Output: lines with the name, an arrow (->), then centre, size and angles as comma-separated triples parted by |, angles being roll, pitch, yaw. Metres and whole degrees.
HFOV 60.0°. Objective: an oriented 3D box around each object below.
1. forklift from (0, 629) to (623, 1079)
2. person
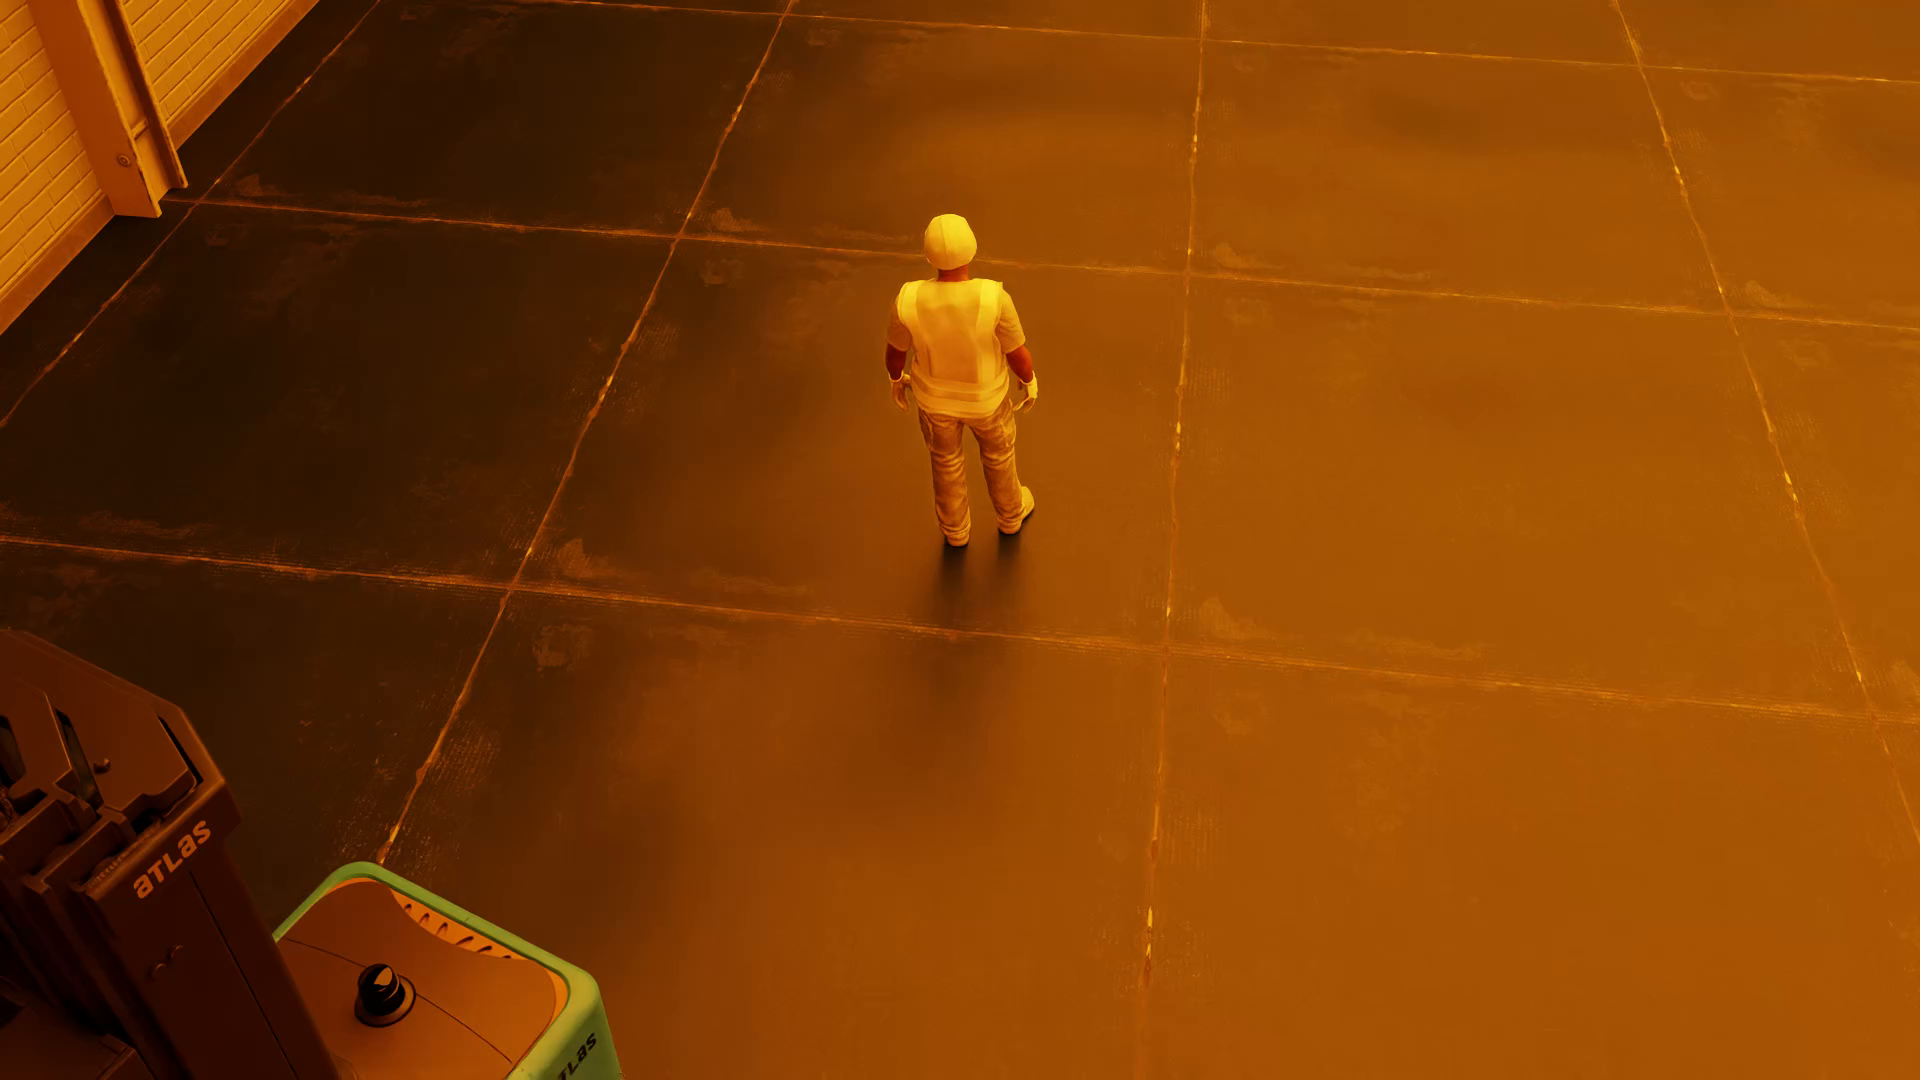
forklift -> -2.188, 1.733, 3.837 | 1.130, 2.935, 3.031 | 20, 46, 20
person -> 0.018, -0.709, 7.334 | 0.656, 1.782, 0.577 | 5, 43, 6
